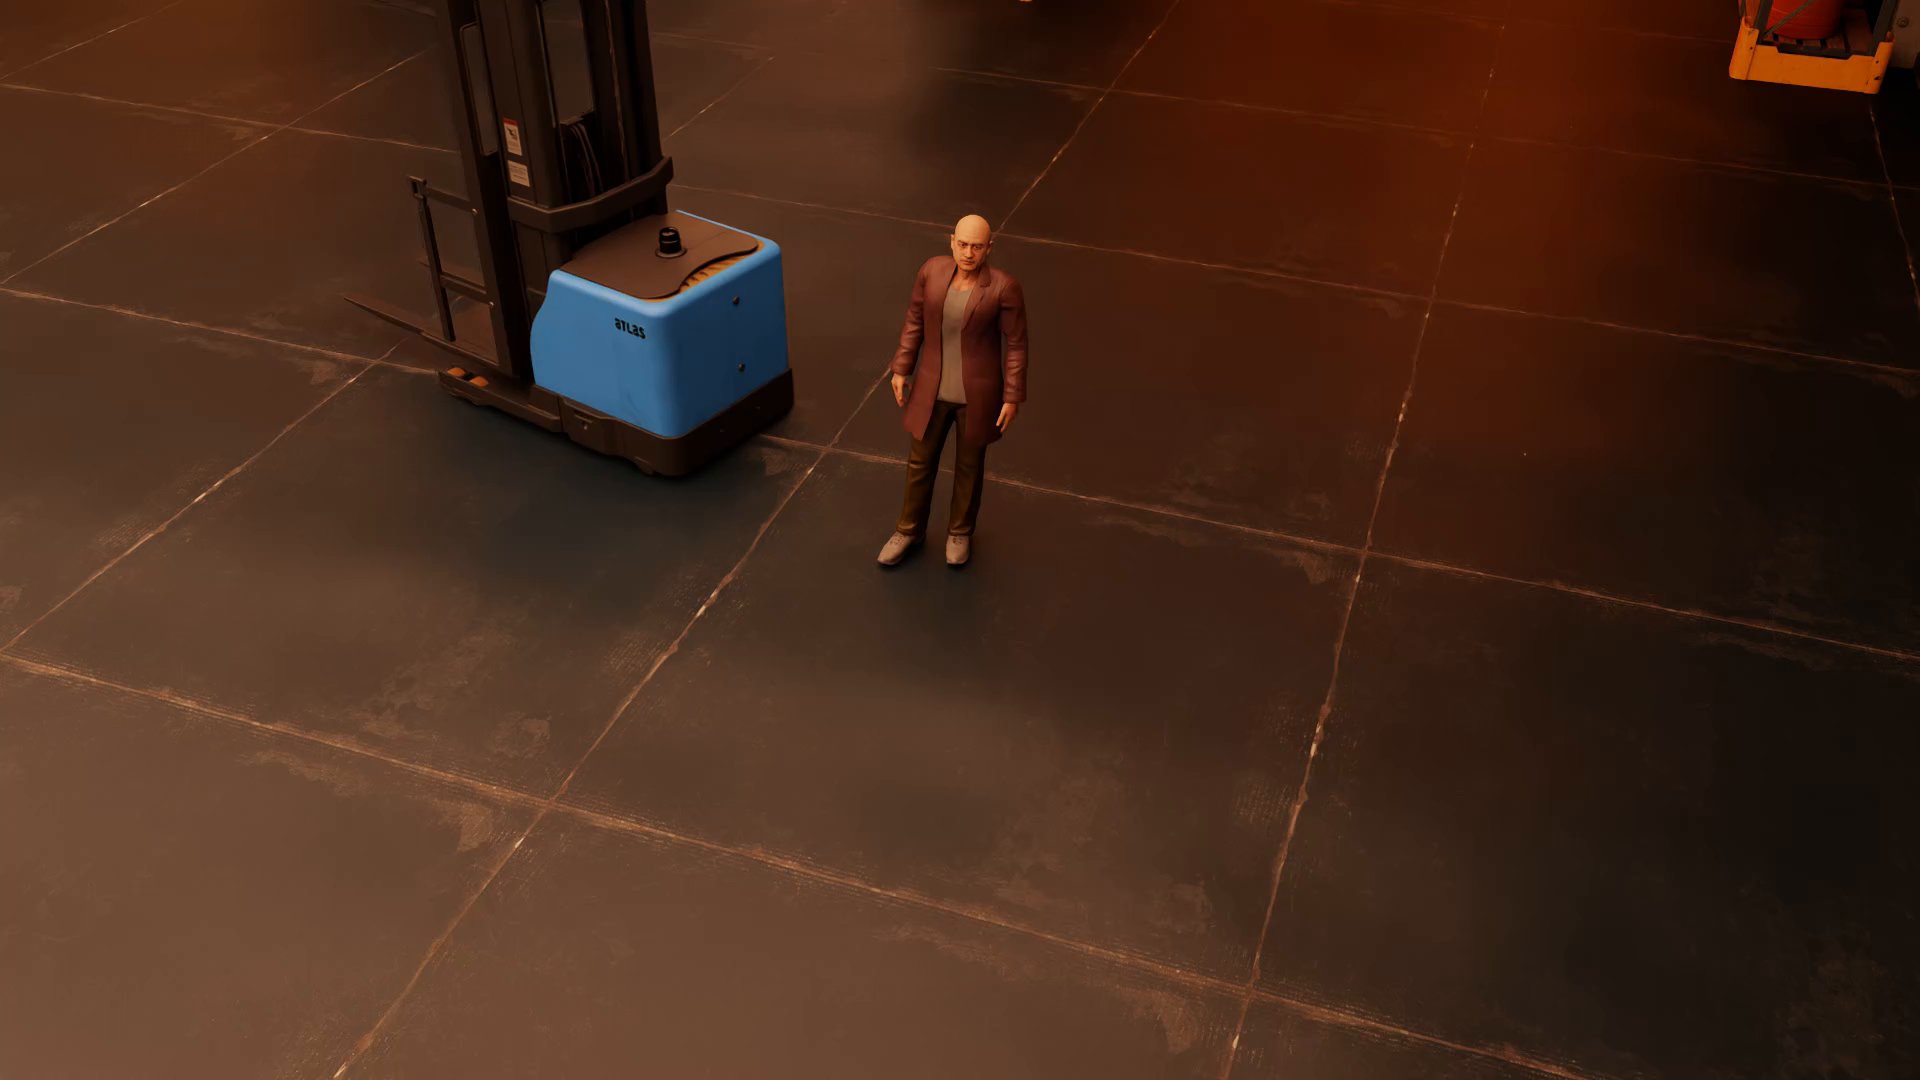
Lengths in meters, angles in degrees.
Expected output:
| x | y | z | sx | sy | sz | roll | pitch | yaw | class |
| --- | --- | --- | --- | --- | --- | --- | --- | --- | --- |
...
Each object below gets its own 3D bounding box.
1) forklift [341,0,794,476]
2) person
| x | y | z | sx | sy | sz | roll | pitch | yaw | class |
| --- | --- | --- | --- | --- | --- | --- | --- | --- | --- |
| -2.461 | -2.210 | 9.227 | 3.031 | 2.935 | 1.130 | 22 | 41 | 28 | forklift |
| -0.034 | -0.682 | 8.057 | 0.698 | 1.777 | 0.579 | 12 | 37 | 16 | person |
